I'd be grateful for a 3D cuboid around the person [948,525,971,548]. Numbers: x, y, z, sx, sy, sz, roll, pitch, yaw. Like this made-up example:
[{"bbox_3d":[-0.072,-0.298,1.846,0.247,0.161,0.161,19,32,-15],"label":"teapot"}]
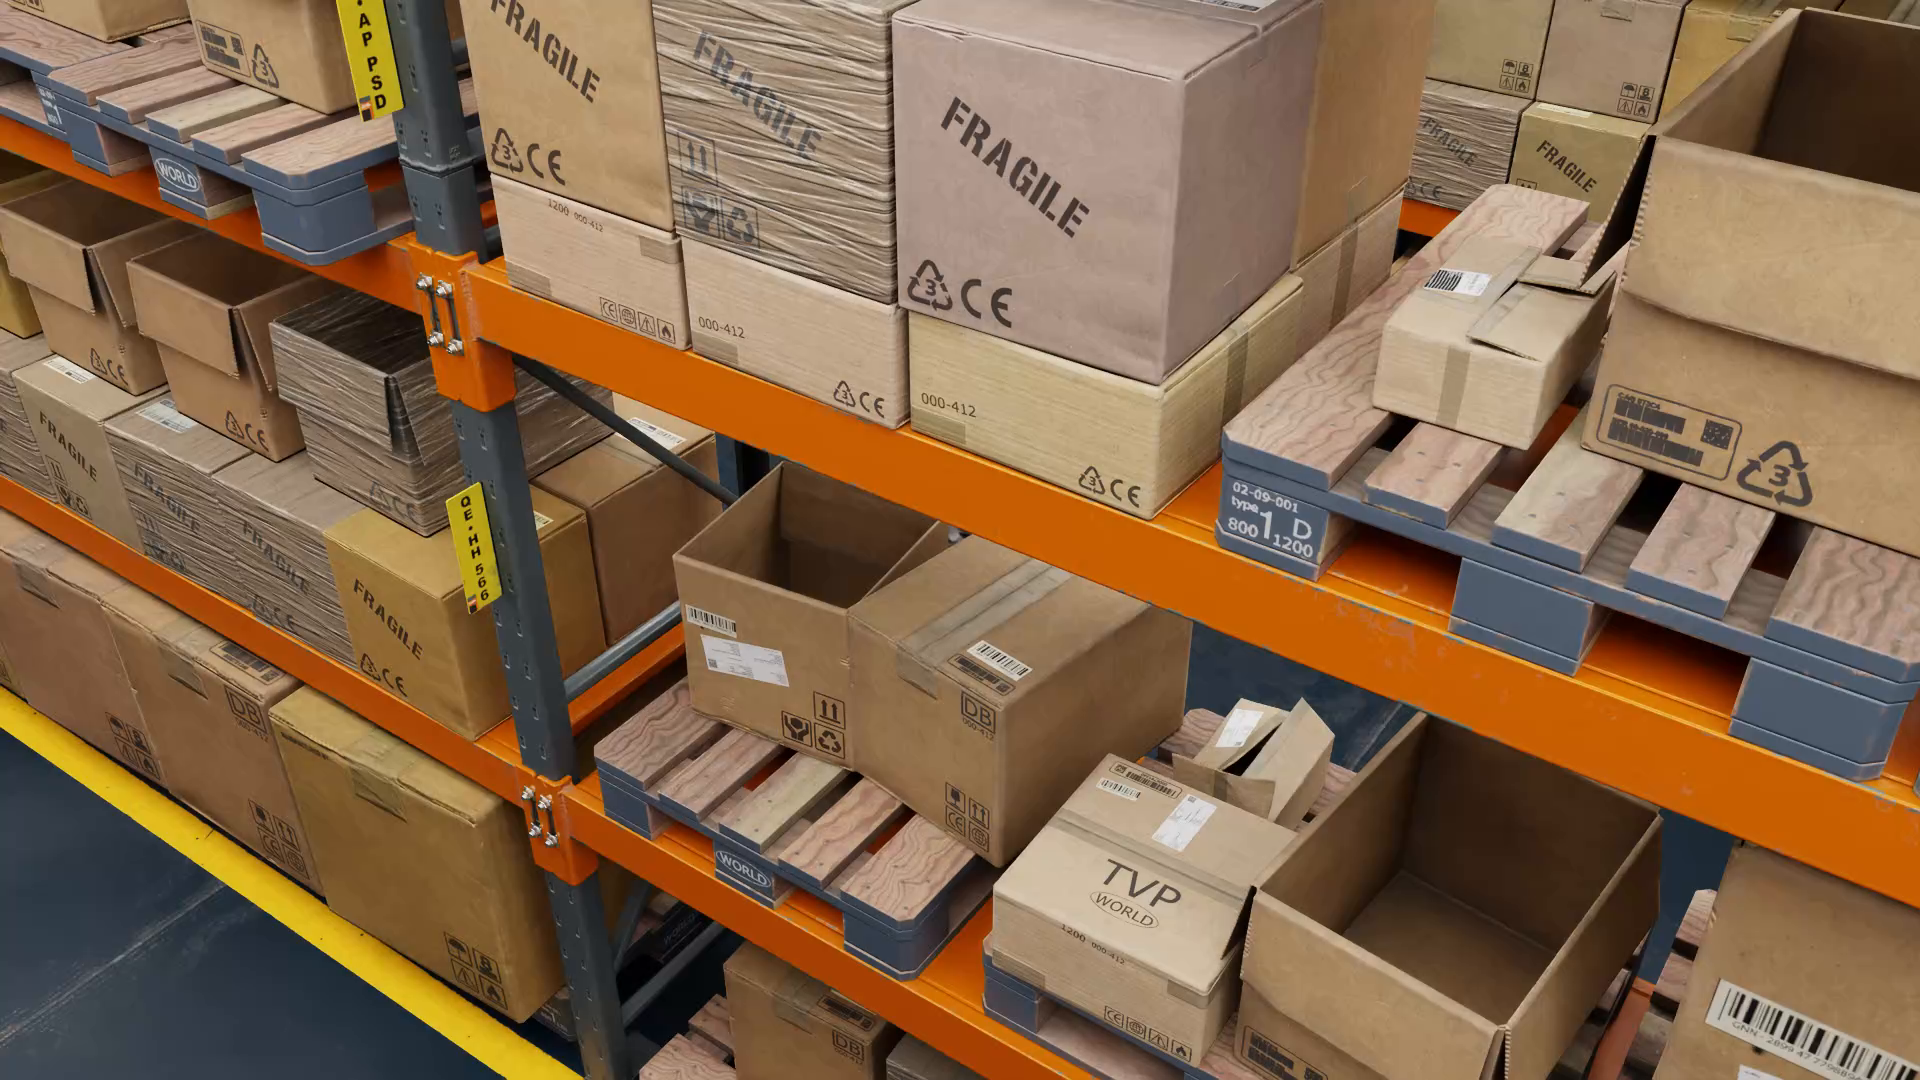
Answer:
[{"bbox_3d":[-0.109,-0.465,7.278,0.803,1.139,0.516,22,40,28],"label":"person"}]
